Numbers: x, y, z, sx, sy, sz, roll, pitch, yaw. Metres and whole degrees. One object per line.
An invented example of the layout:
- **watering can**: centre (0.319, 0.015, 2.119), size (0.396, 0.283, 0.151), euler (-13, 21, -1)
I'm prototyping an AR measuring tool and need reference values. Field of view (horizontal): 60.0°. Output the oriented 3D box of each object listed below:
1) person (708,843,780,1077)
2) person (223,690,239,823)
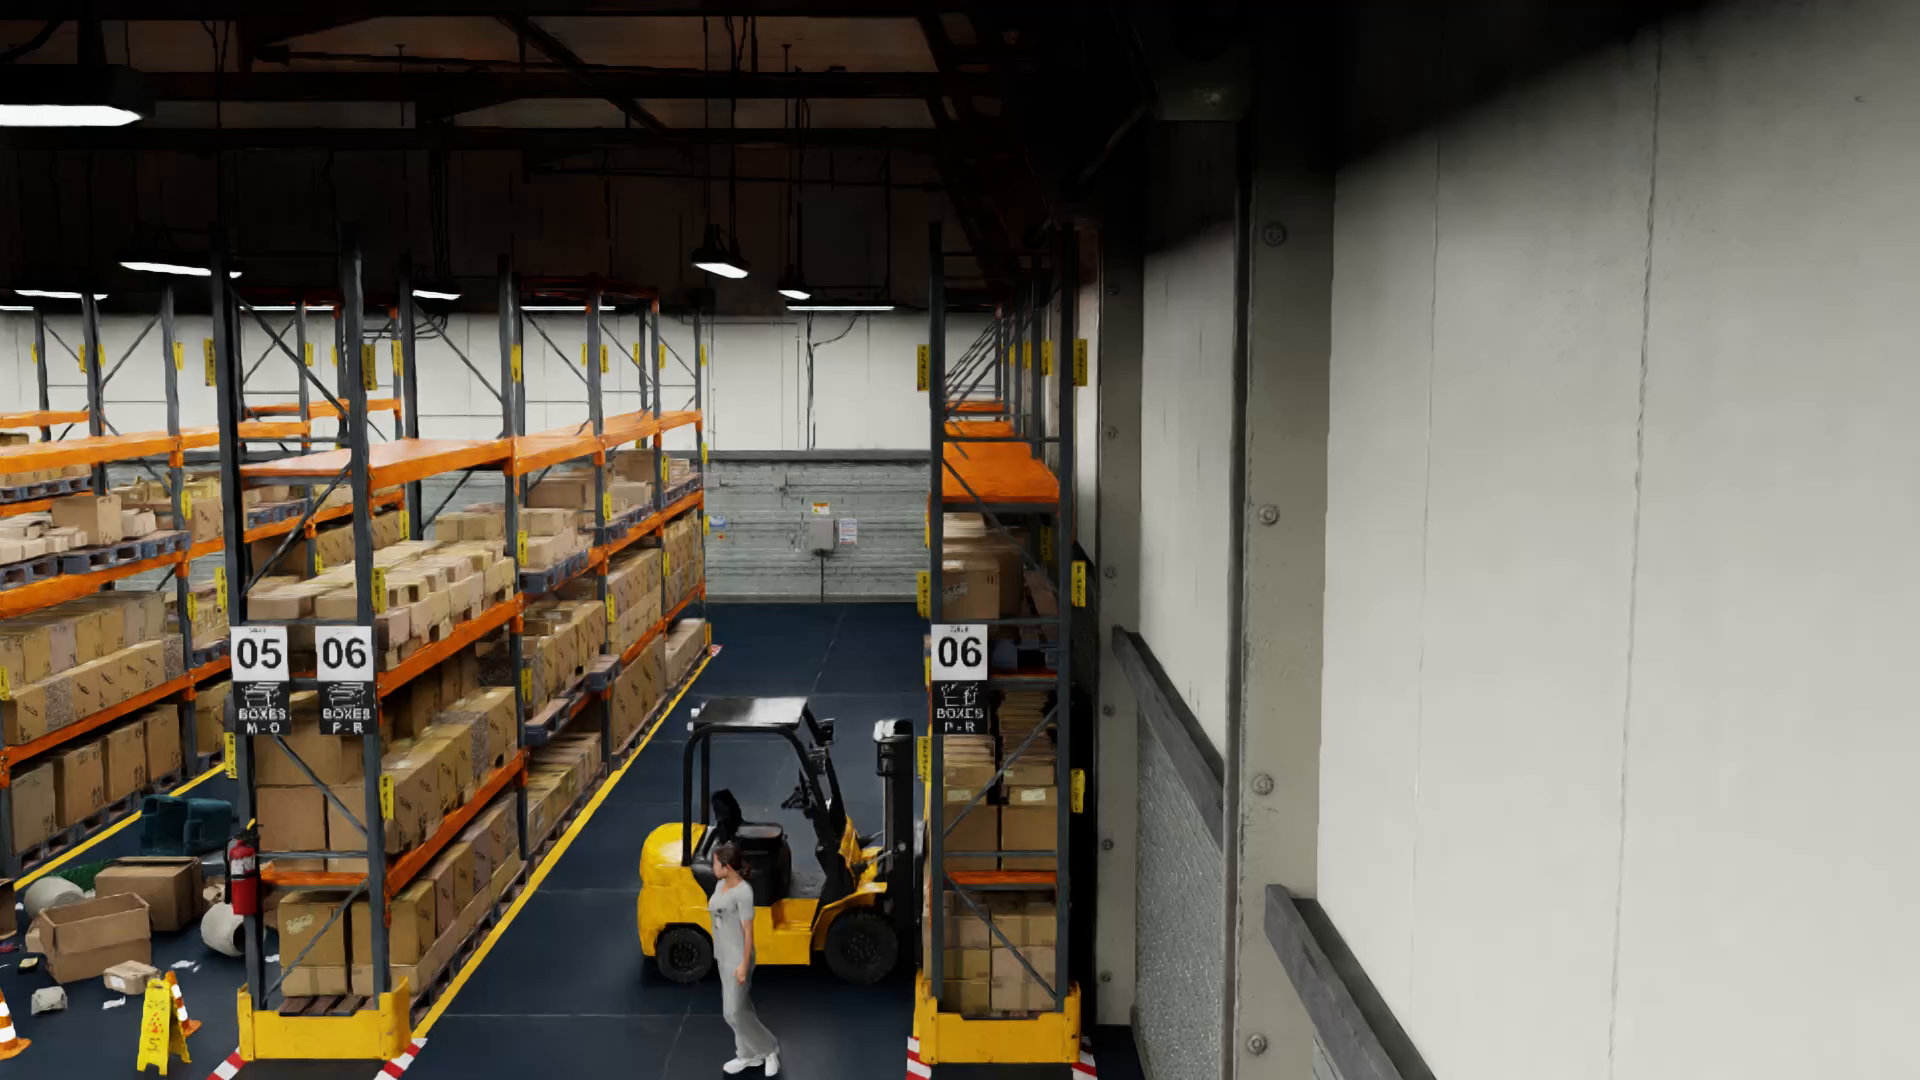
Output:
- **person**: centre (-1.534, 2.961, 11.762), size (0.448, 1.668, 0.596), euler (-5, 8, -35)
- **person**: centre (-7.786, 2.177, 18.214), size (0.576, 1.718, 0.626), euler (4, 8, 31)
